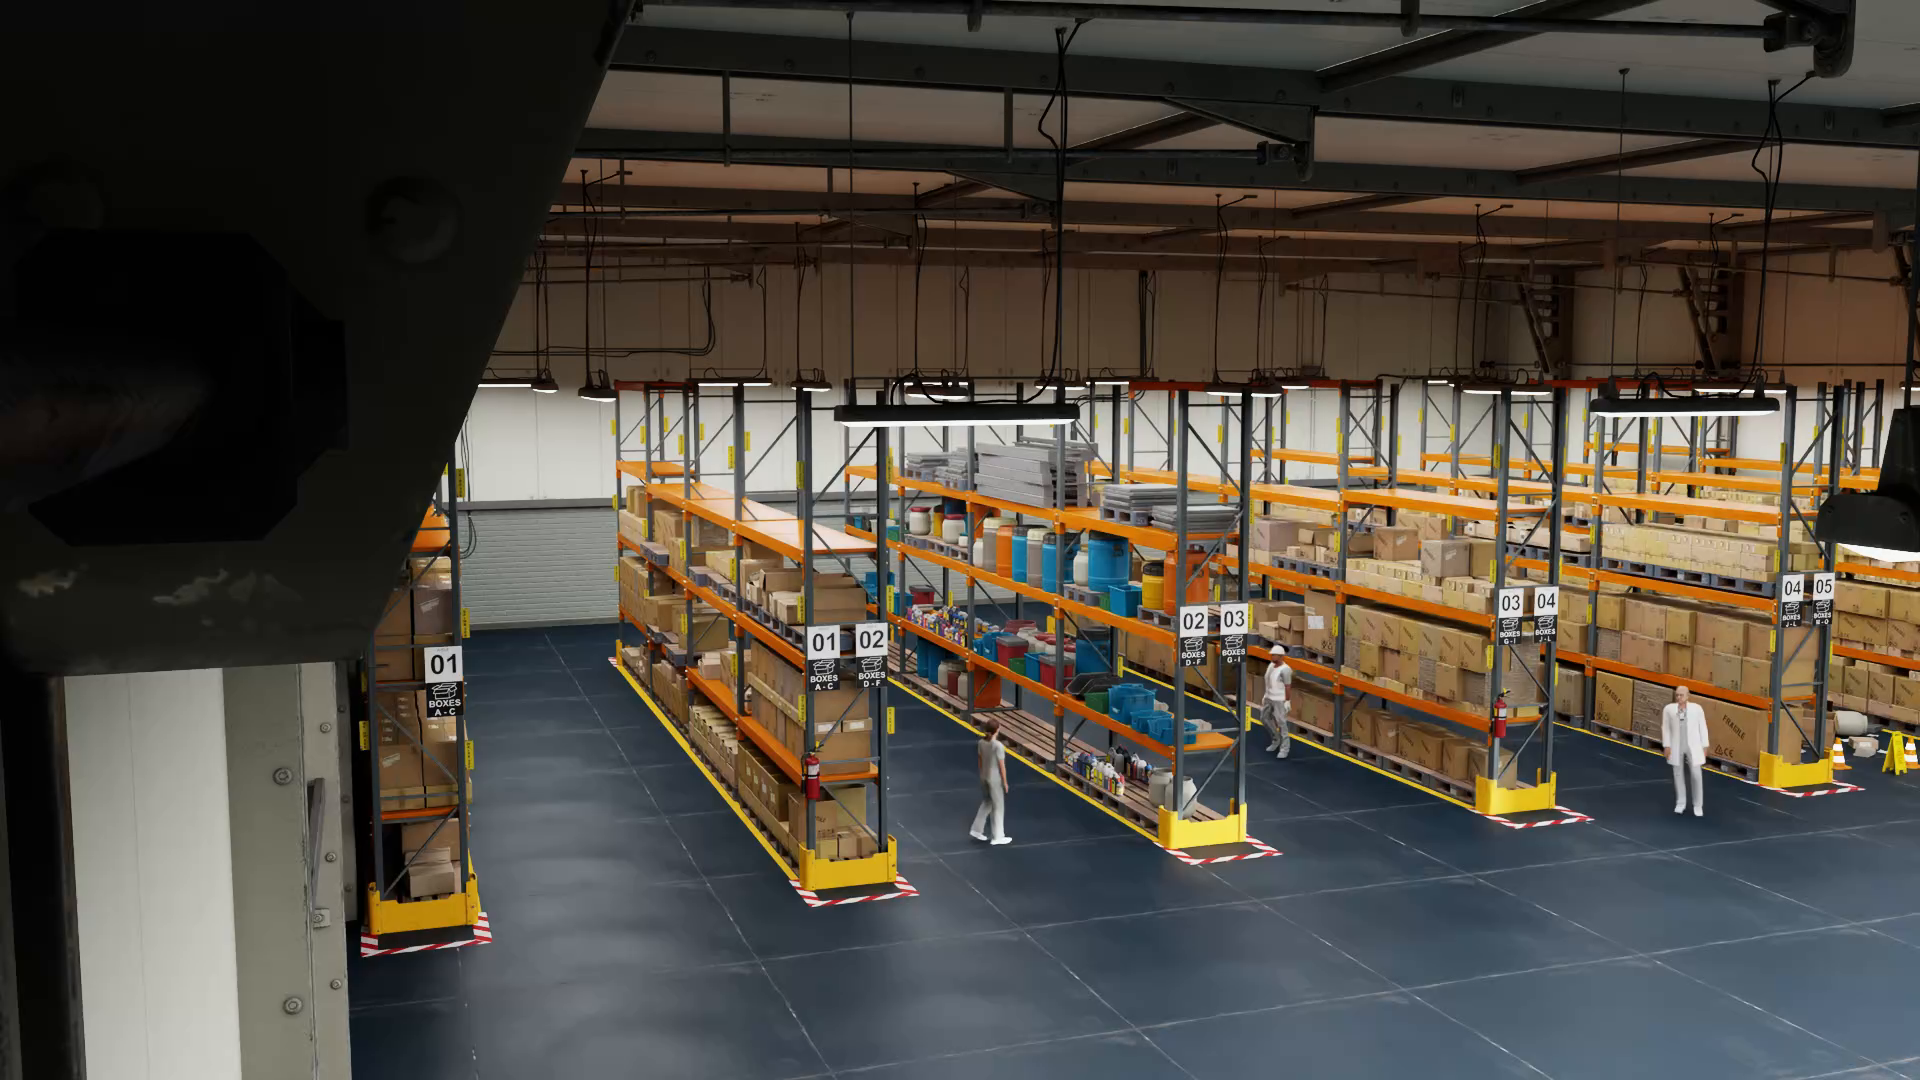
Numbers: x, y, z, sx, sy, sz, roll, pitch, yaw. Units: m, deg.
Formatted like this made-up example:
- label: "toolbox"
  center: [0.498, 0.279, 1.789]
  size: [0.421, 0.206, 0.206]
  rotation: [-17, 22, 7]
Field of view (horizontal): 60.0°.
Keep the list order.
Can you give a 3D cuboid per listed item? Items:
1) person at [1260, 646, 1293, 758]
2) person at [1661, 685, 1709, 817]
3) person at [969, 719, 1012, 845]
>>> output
- label: "person"
  center: [5.149, 2.588, 26.875]
  size: [0.403, 1.794, 0.613]
  rotation: [-2, 6, -20]
- label: "person"
  center: [10.233, 2.978, 23.505]
  size: [0.634, 1.833, 0.403]
  rotation: [3, 7, 27]
- label: "person"
  center: [0.425, 3.192, 21.985]
  size: [0.464, 1.691, 0.521]
  rotation: [-5, 8, -37]
